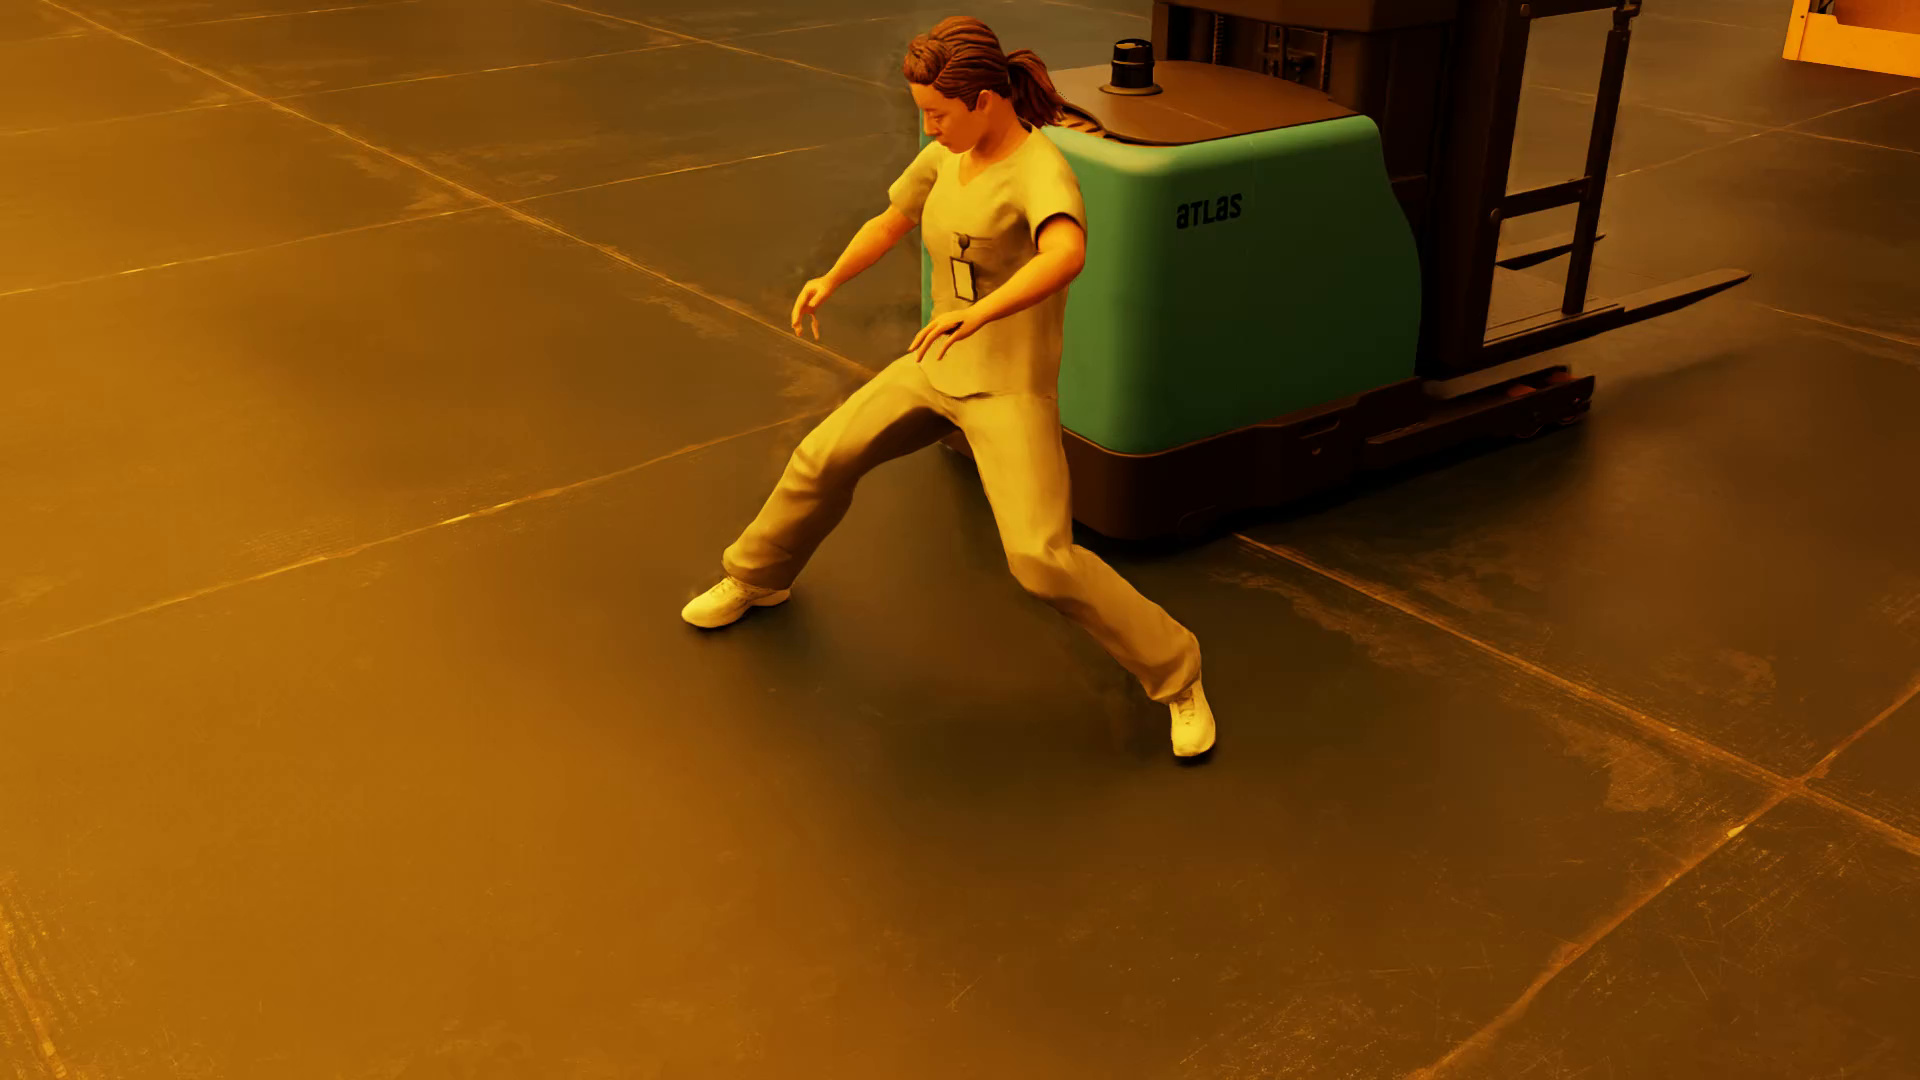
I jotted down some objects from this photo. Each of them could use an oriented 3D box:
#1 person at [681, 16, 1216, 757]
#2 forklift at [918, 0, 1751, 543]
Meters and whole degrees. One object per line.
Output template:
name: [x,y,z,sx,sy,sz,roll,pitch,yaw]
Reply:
person: [-0.038,-0.342,3.536,0.829,1.475,1.216,-17,31,-30]
forklift: [1.376,-1.800,4.832,3.031,2.935,1.130,-17,31,-31]
